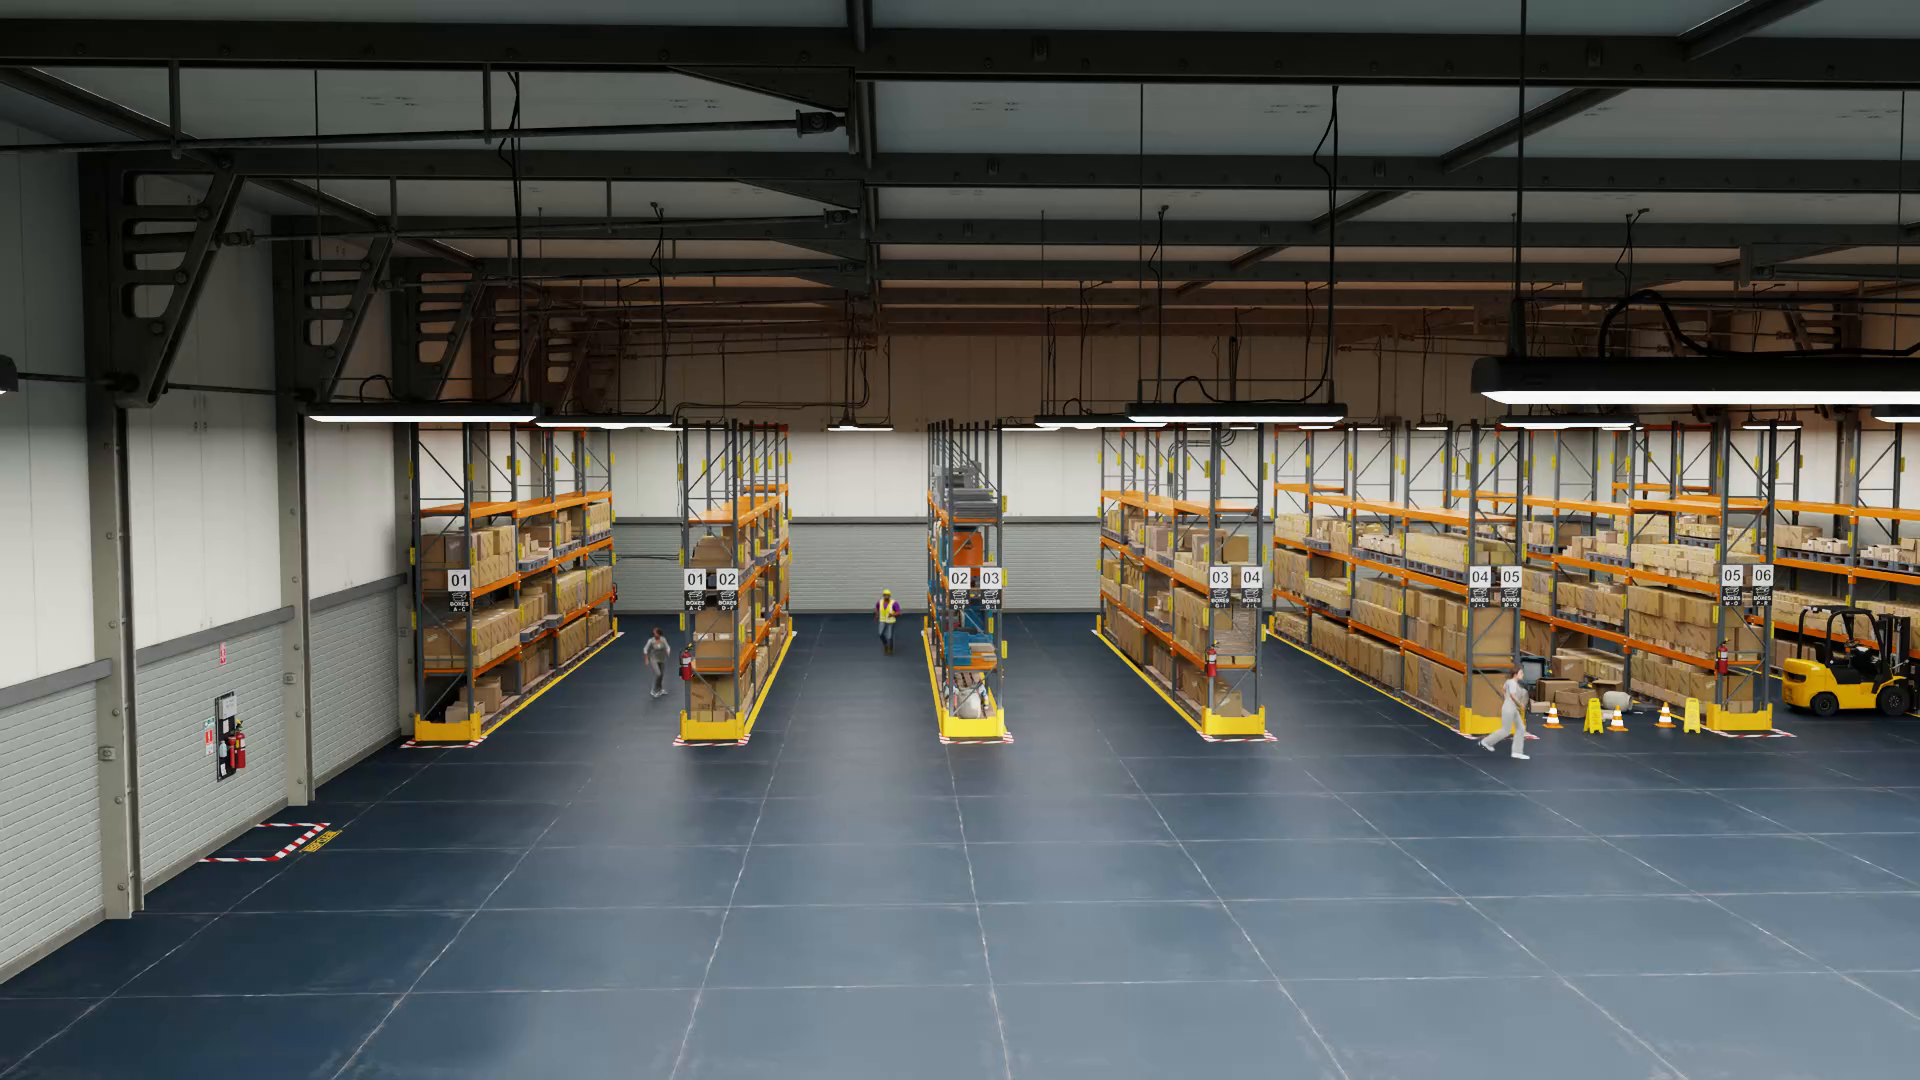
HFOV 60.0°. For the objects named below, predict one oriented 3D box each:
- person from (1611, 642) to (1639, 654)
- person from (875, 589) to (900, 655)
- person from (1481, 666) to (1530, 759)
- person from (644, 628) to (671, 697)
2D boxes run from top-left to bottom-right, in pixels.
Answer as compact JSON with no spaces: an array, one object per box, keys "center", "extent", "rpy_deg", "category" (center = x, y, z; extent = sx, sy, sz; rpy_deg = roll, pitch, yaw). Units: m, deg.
[{"center":[17.134,2.122,42.797],"extent":[0.661,1.695,0.926],"rpy_deg":[-1,4,-13],"category":"person"},{"center":[-1.882,2.117,43.009],"extent":[0.712,1.704,0.765],"rpy_deg":[1,4,14],"category":"person"},{"center":[9.619,3.020,29.297],"extent":[0.844,1.636,0.541],"rpy_deg":[2,4,28],"category":"person"},{"center":[-6.548,2.667,36.227],"extent":[0.555,1.551,0.757],"rpy_deg":[-3,5,-42],"category":"person"}]
